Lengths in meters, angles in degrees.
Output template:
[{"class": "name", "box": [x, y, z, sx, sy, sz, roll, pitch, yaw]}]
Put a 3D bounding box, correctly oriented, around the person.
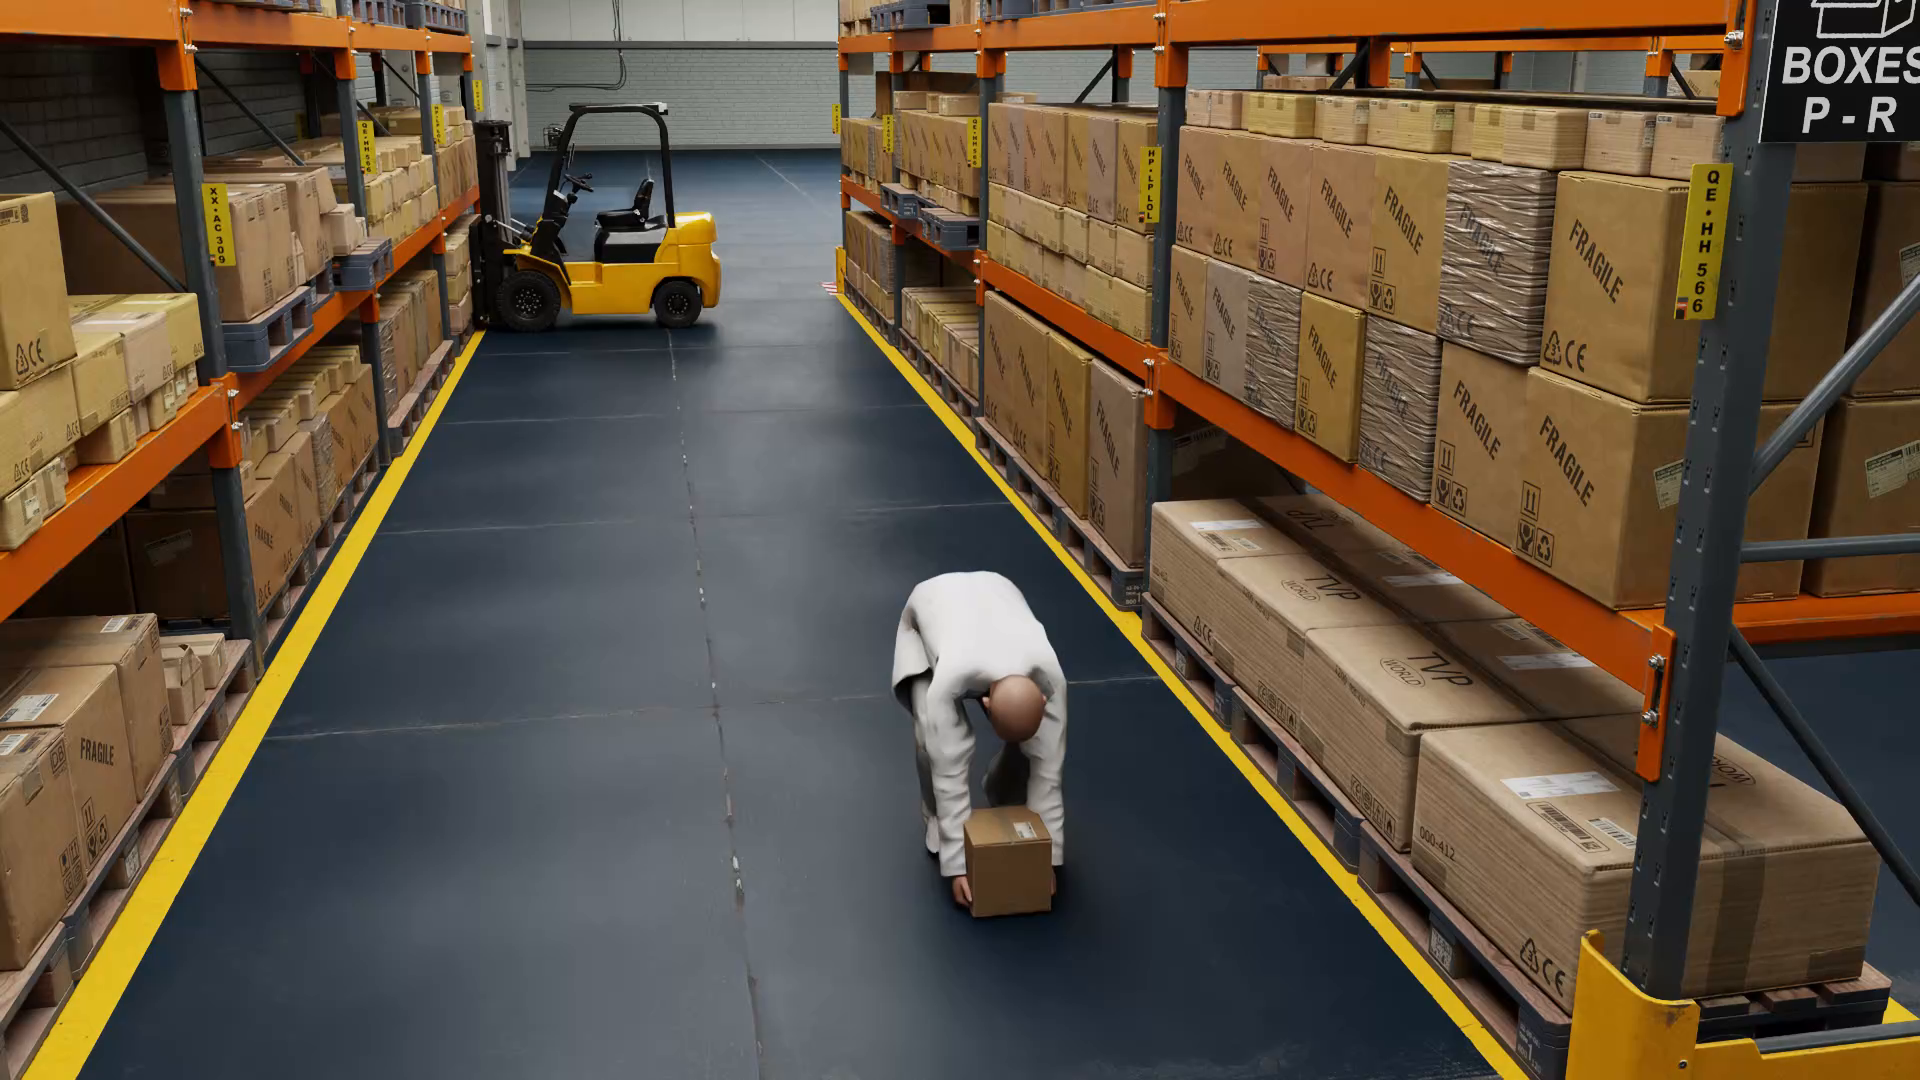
[{"class": "person", "box": [0.058, 0.233, 5.586, 0.617, 1.591, 0.426, -4, 16, -12]}]
